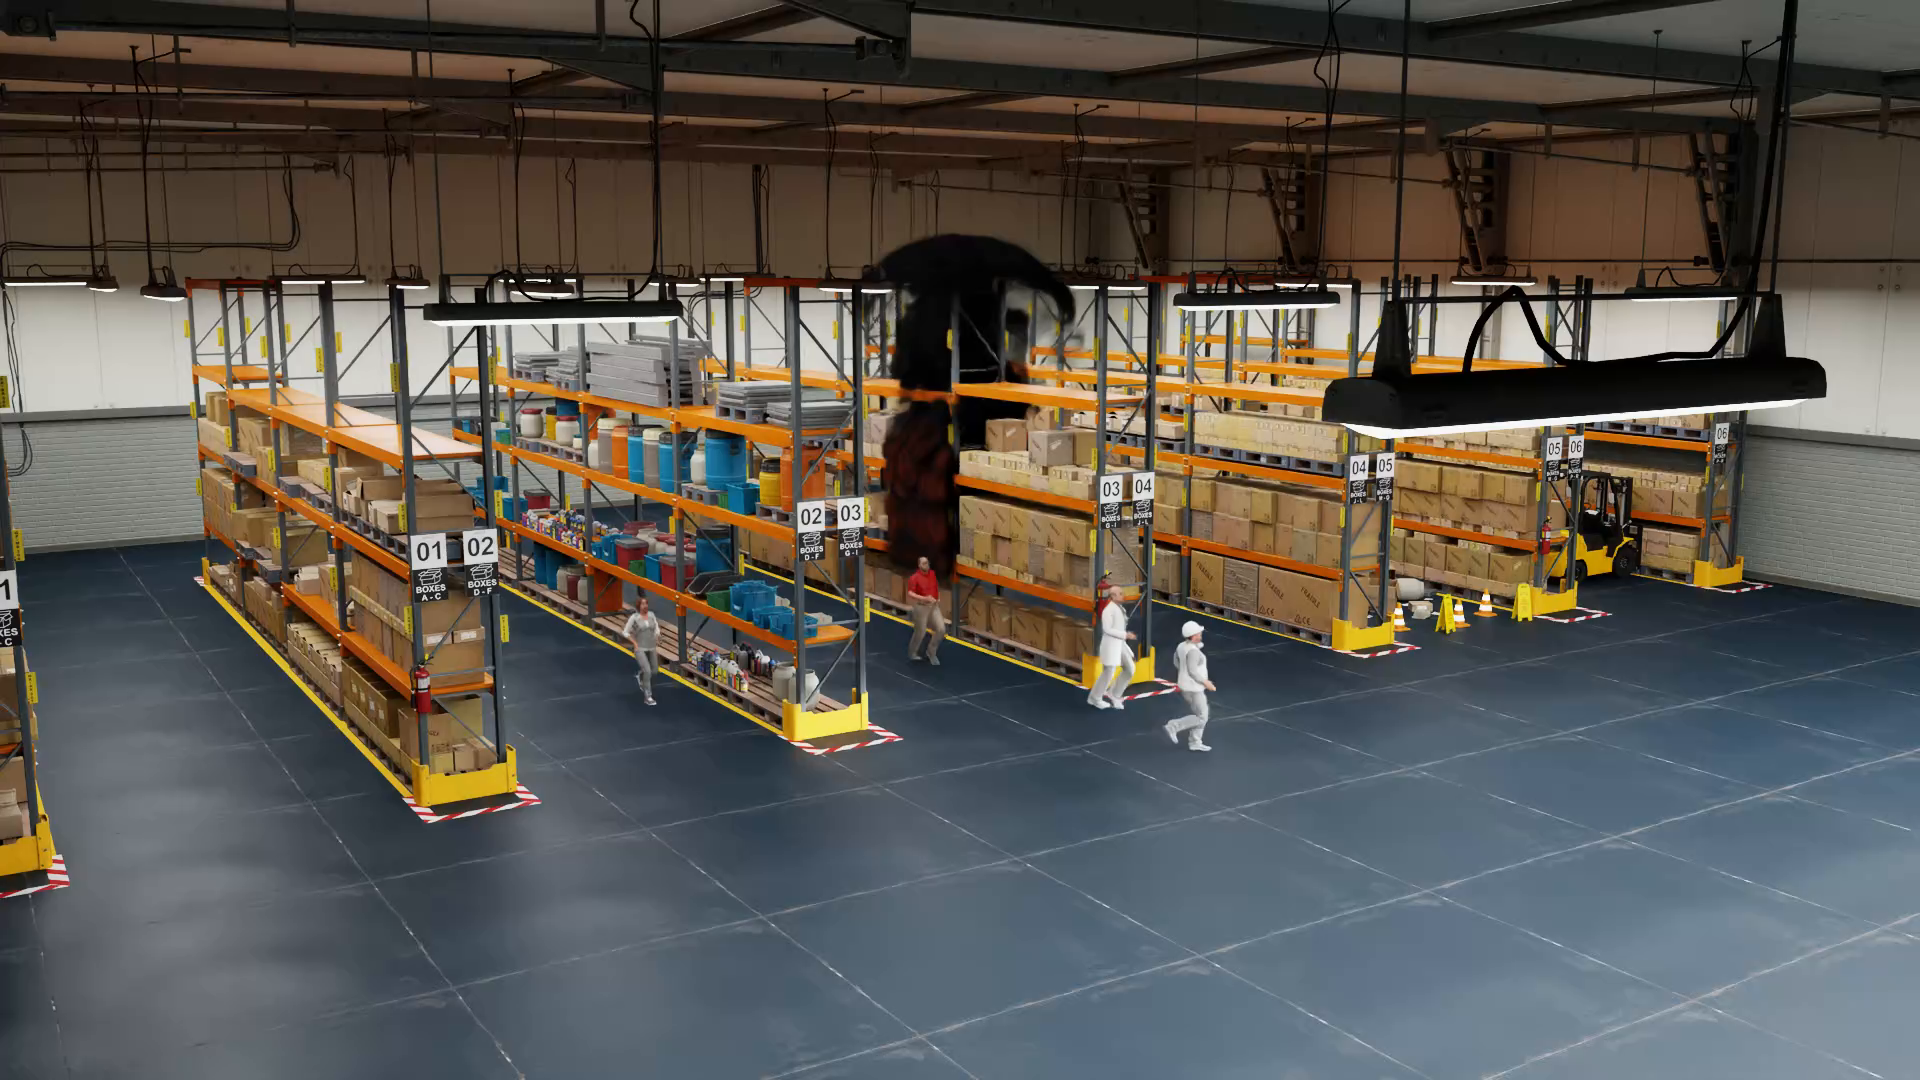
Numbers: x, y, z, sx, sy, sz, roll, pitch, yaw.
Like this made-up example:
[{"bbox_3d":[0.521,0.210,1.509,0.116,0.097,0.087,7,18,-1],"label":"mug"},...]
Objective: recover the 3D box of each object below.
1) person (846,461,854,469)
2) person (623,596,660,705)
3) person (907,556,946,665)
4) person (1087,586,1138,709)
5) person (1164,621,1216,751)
[{"bbox_3d":[-2.709,-1.446,41.553,0.677,1.737,0.756,-9,13,-42],"label":"person"},{"bbox_3d":[-4.574,1.575,23.970,0.541,1.552,0.666,-7,12,-35],"label":"person"},{"bbox_3d":[-0.538,1.128,26.281,0.665,1.766,0.709,-7,12,-36],"label":"person"},{"bbox_3d":[2.204,1.547,23.623,0.746,1.822,0.739,5,11,28],"label":"person"},{"bbox_3d":[2.954,1.907,21.549,0.674,1.740,0.645,-2,10,-9],"label":"person"}]
